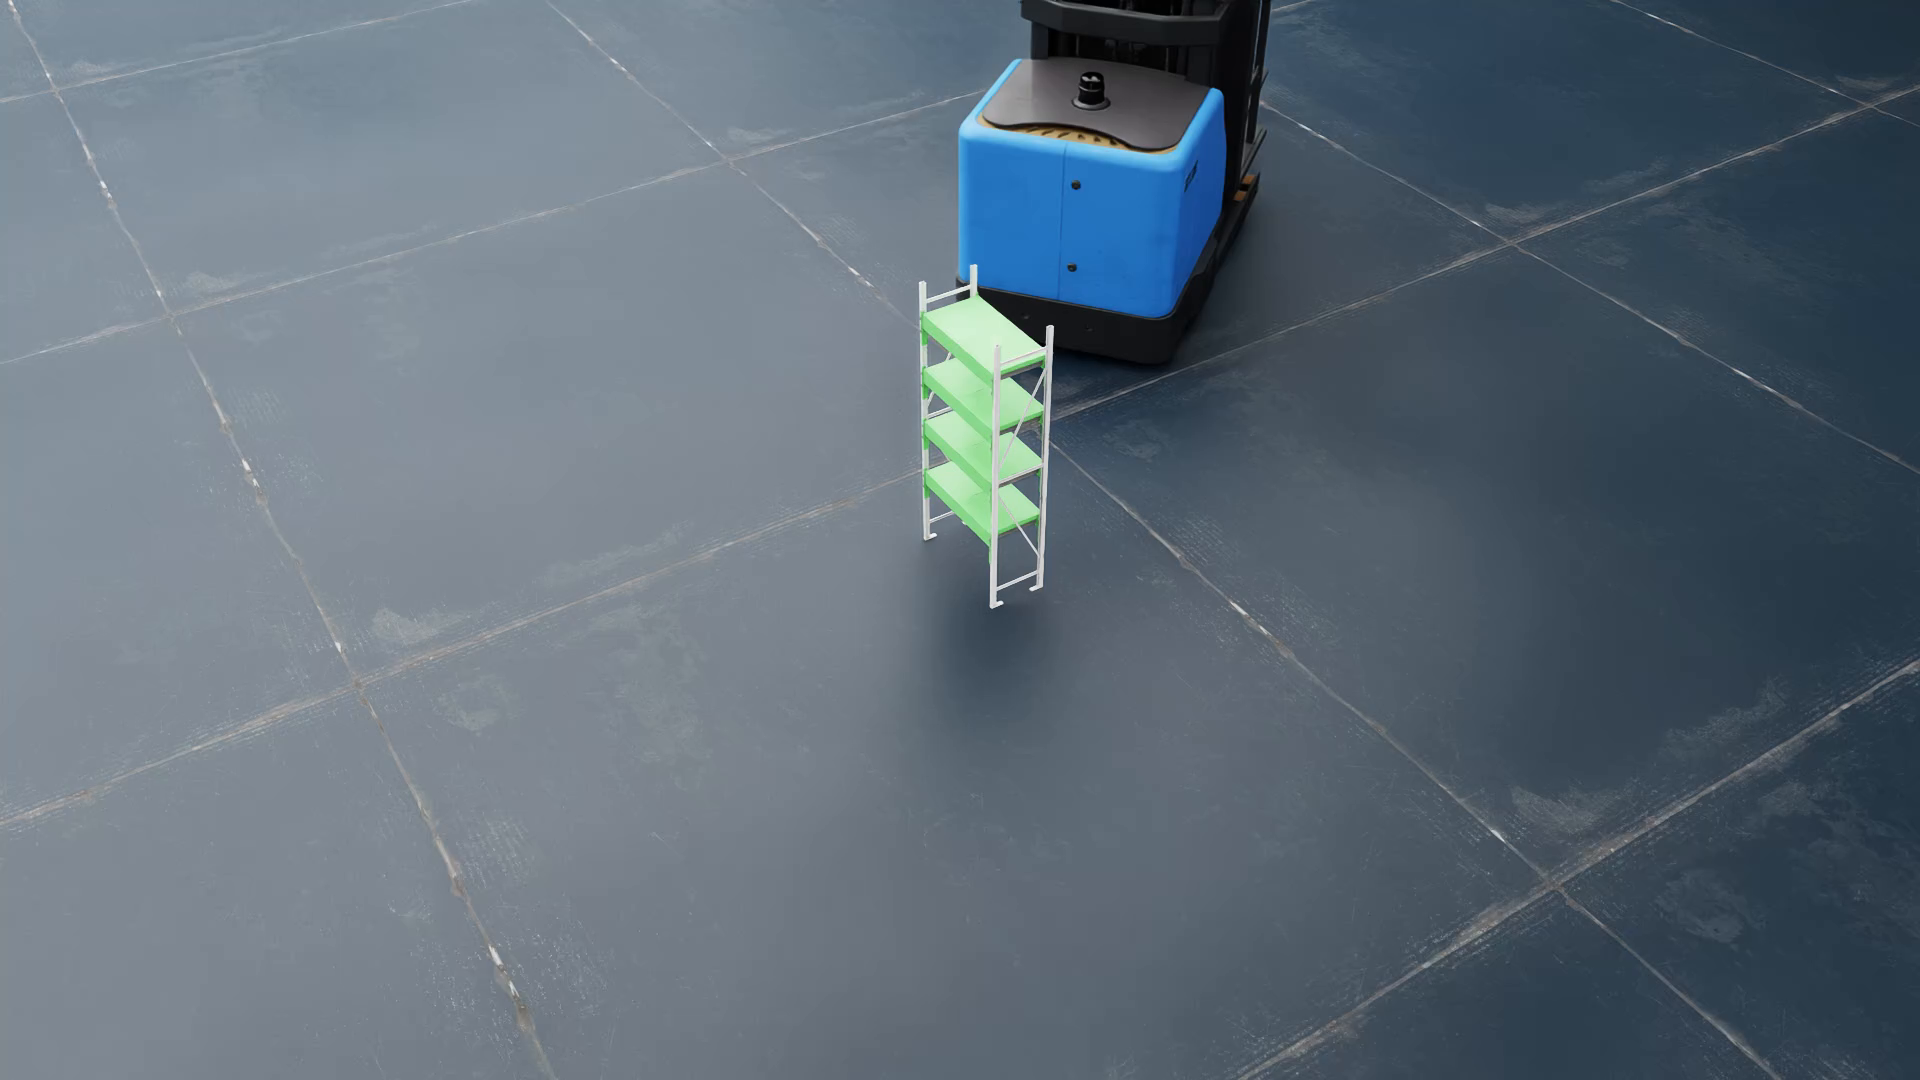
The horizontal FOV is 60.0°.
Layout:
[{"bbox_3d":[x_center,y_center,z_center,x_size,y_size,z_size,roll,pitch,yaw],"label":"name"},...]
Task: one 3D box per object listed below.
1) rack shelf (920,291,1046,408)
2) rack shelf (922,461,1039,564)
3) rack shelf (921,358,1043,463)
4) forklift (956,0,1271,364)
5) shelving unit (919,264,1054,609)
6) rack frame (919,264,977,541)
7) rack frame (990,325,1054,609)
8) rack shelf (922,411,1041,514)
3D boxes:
[{"bbox_3d":[0.089,-0.691,5.992,0.258,0.148,0.480,-22,45,-24],"label":"rack shelf"},{"bbox_3d":[0.089,-0.138,6.453,0.258,0.148,0.480,-22,45,-24],"label":"rack shelf"},{"bbox_3d":[0.089,-0.507,6.146,0.258,0.148,0.480,-22,45,-24],"label":"rack shelf"},{"bbox_3d":[0.961,-2.881,7.918,1.130,2.935,3.031,13,42,15],"label":"forklift"},{"bbox_3d":[0.089,-0.372,6.259,0.258,1.200,0.503,-22,45,-24],"label":"shelving unit"},{"bbox_3d":[-0.042,-0.503,6.417,0.240,1.200,0.015,-22,45,-24],"label":"rack frame"},{"bbox_3d":[0.220,-0.240,6.101,0.240,1.200,0.015,-22,45,-24],"label":"rack frame"},{"bbox_3d":[0.089,-0.323,6.300,0.258,0.148,0.480,-22,45,-24],"label":"rack shelf"}]
